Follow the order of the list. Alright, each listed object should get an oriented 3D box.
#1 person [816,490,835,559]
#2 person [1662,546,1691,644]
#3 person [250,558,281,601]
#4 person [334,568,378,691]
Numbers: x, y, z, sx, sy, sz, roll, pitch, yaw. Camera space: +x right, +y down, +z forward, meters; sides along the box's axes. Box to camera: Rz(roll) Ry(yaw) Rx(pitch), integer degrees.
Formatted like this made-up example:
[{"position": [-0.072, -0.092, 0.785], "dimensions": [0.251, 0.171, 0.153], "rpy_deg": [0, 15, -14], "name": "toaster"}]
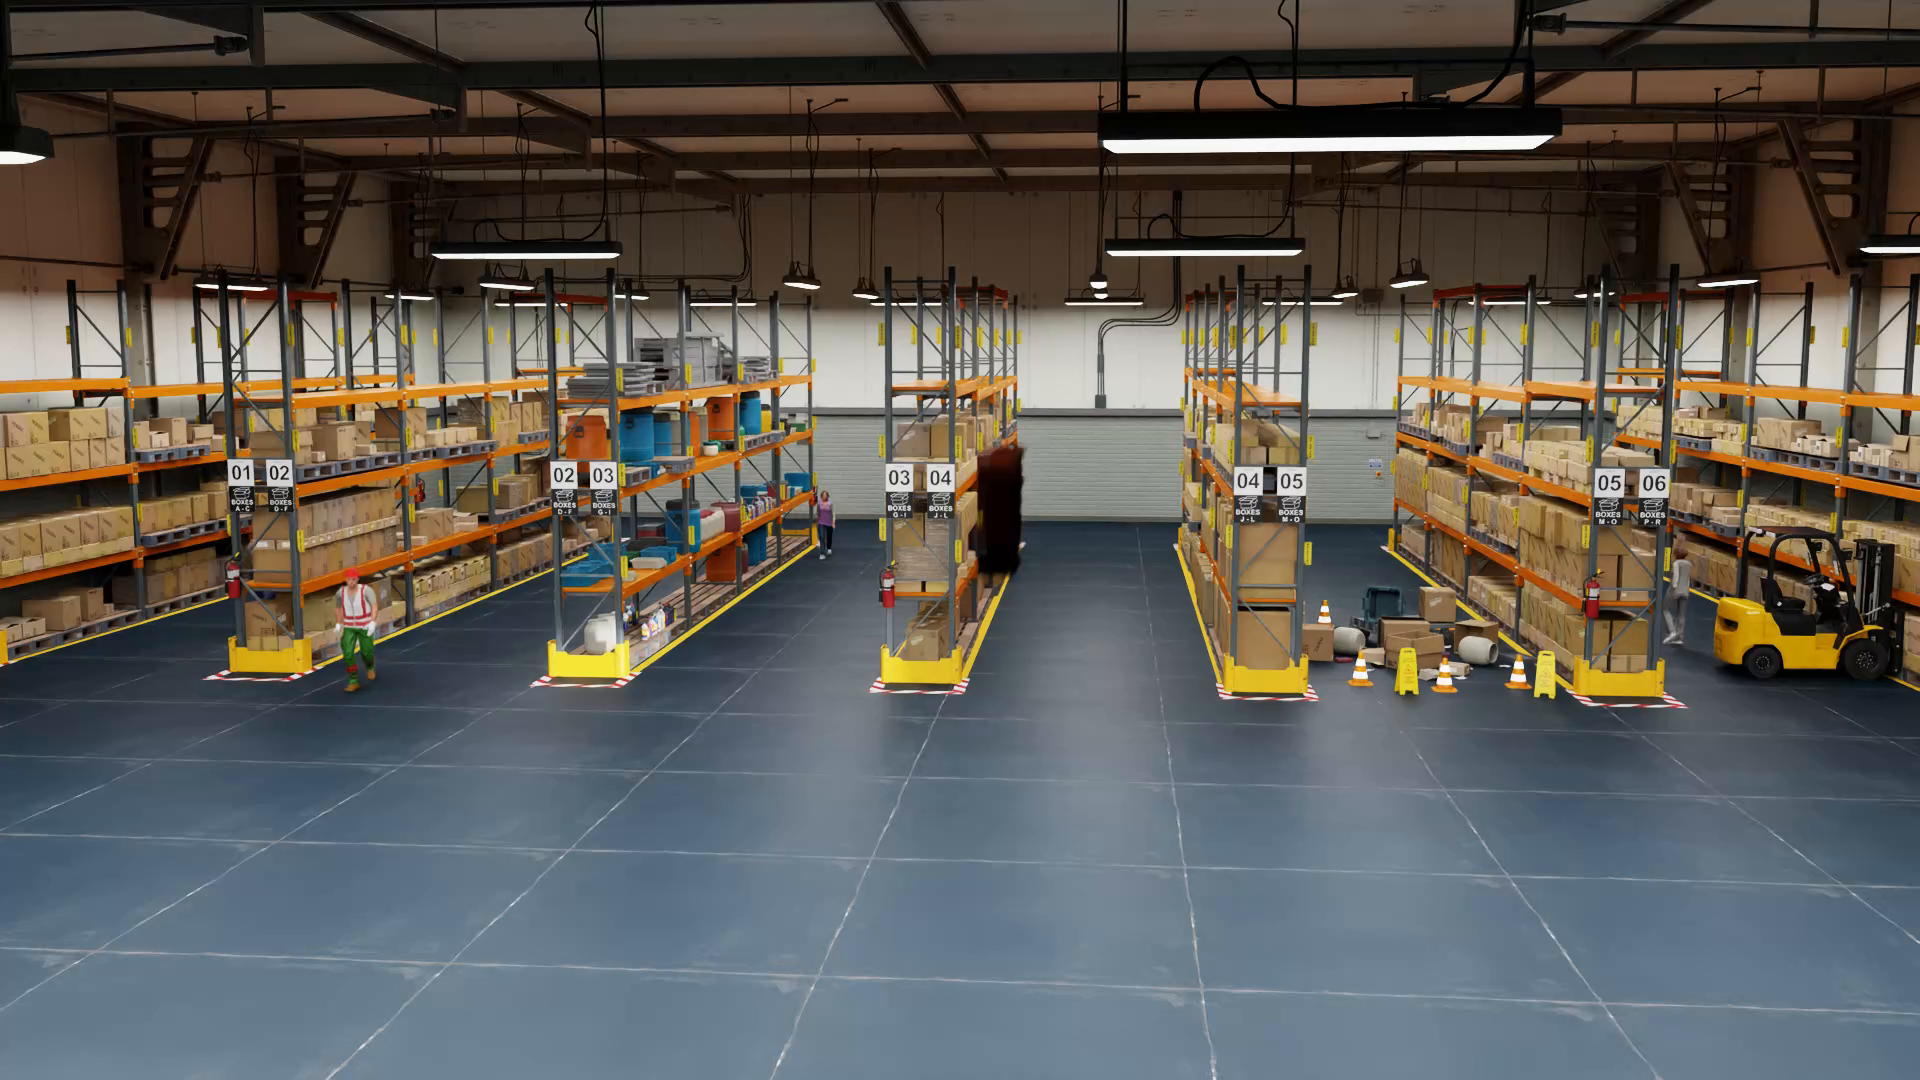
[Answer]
[{"position": [-3.059, -0.370, 37.822], "dimensions": [0.456, 1.536, 1.009], "rpy_deg": [0, 7, -4], "name": "person"}, {"position": [11.756, 0.906, 27.186], "dimensions": [0.434, 1.603, 0.445], "rpy_deg": [0, 7, -1], "name": "person"}, {"position": [-12.450, 0.623, 29.684], "dimensions": [0.544, 1.562, 0.466], "rpy_deg": [2, 7, 15], "name": "person"}, {"position": [-8.641, 1.246, 23.843], "dimensions": [0.627, 1.765, 0.705], "rpy_deg": [-1, 7, -5], "name": "person"}]
